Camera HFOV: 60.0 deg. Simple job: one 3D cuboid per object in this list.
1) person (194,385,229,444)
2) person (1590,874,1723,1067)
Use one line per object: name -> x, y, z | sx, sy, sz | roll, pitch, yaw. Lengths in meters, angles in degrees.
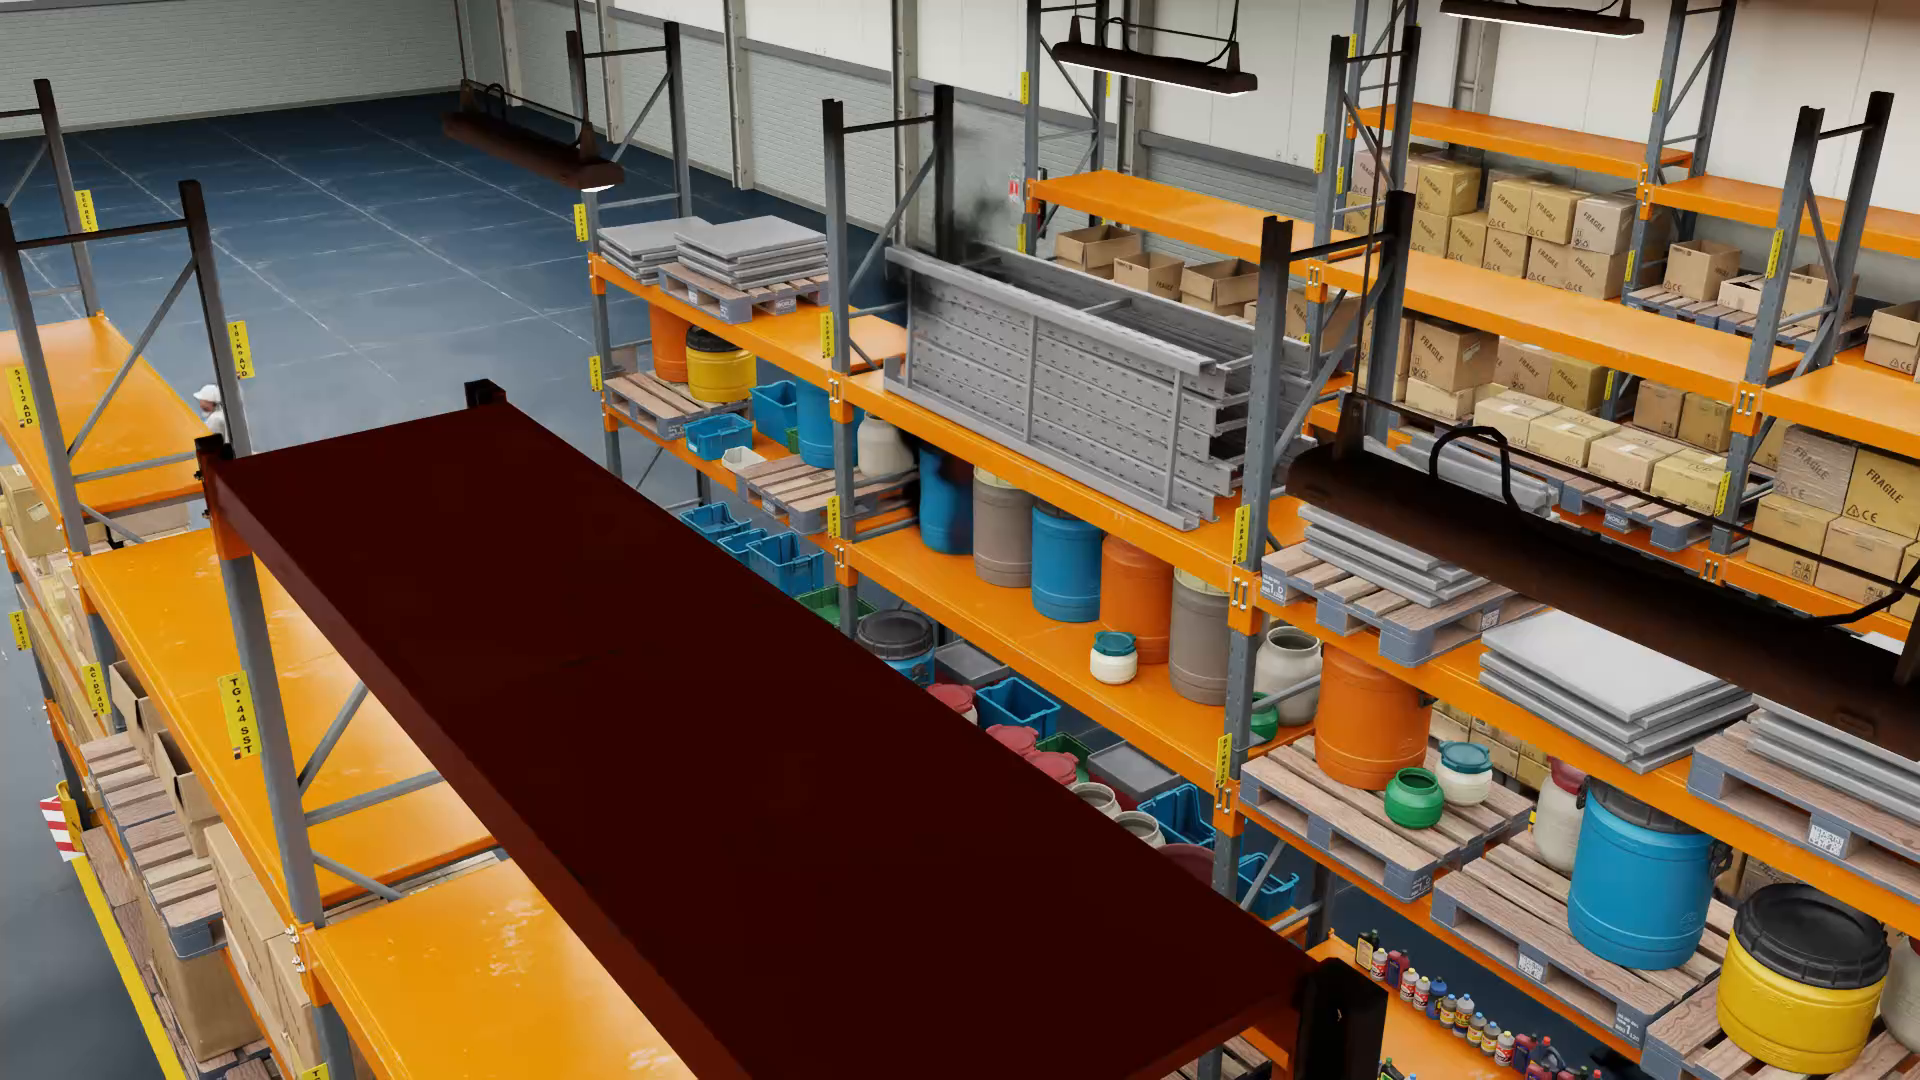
person -> -8.389, -0.947, 18.945 | 0.724, 1.723, 0.584 | -9, 26, -19
person -> 4.665, 2.813, 10.810 | 0.808, 1.758, 0.646 | 21, 32, 38
